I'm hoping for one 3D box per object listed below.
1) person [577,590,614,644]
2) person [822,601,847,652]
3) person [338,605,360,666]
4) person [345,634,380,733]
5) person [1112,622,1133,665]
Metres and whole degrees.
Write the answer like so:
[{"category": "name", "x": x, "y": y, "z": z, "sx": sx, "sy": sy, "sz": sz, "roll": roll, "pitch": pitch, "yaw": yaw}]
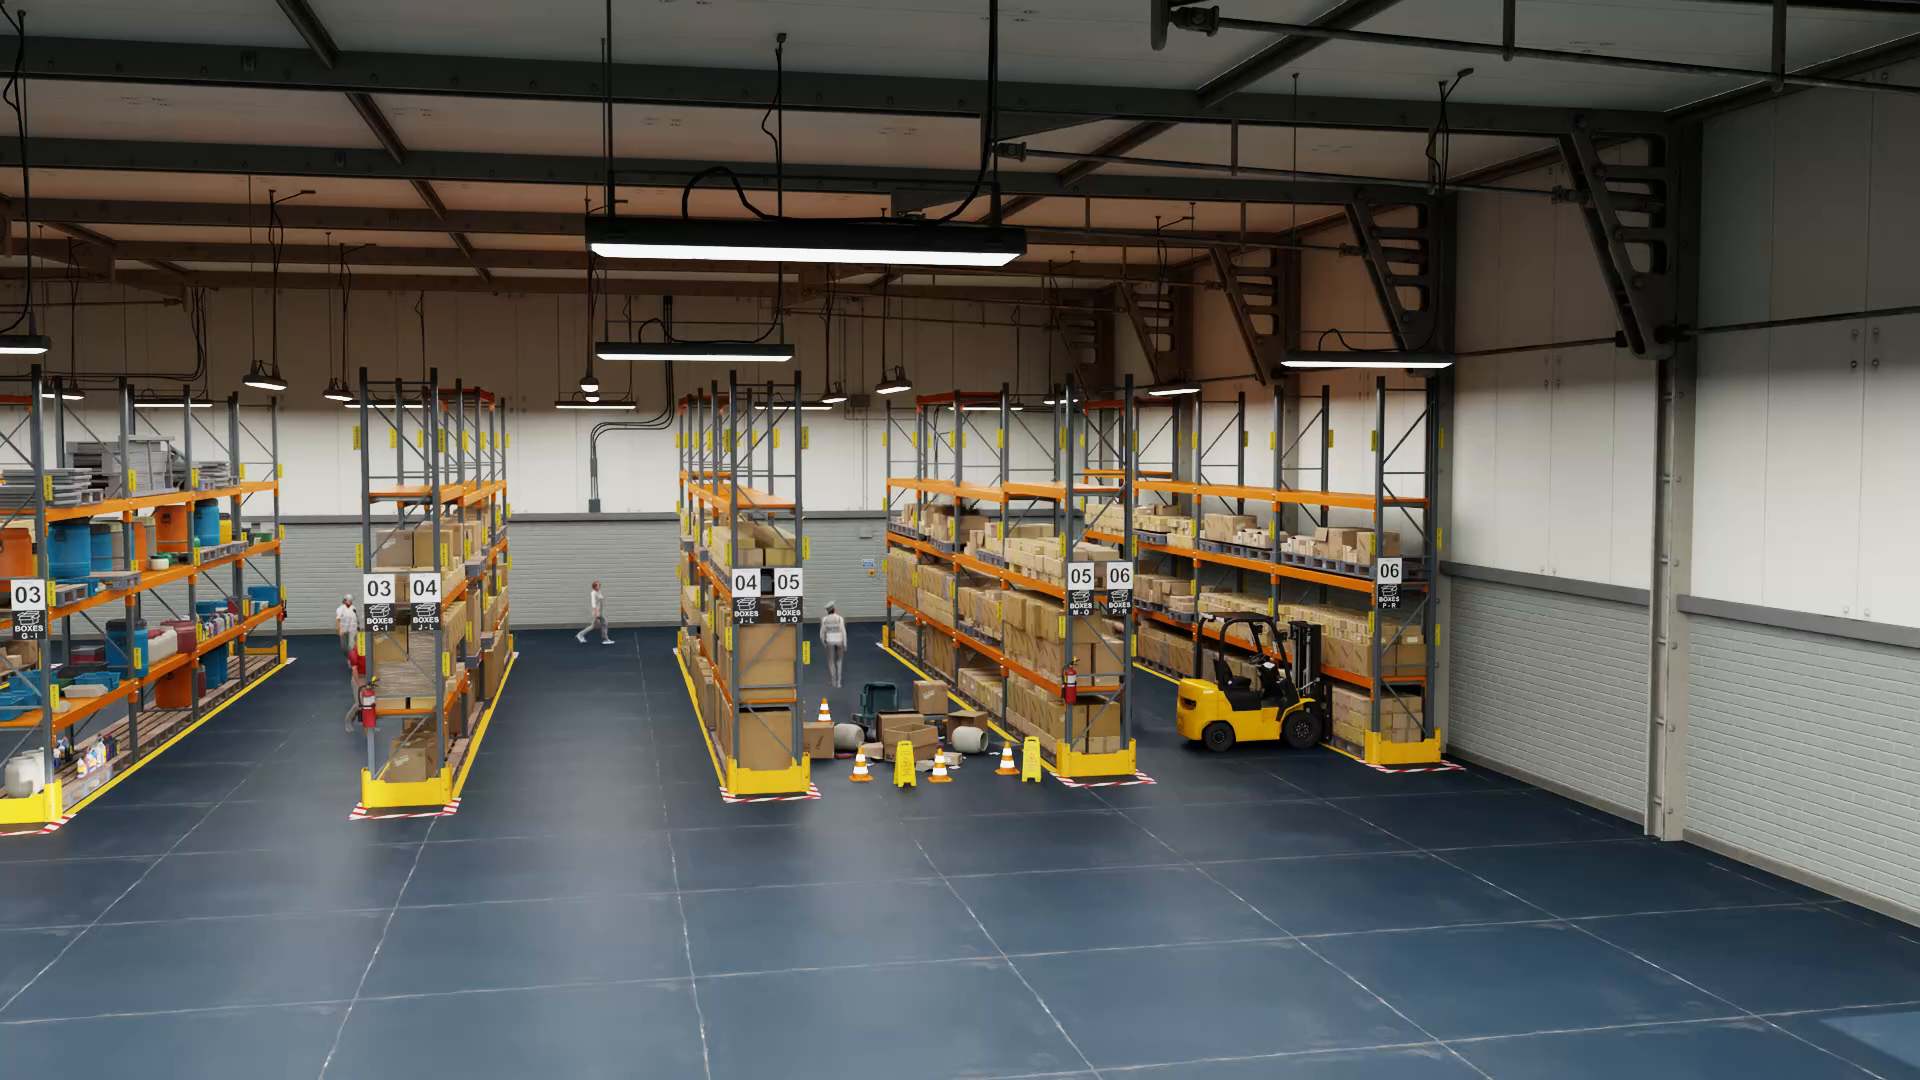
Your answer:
[{"category": "person", "x": -8.953, "y": 1.895, "z": 40.842, "sx": 0.878, "sy": 1.334, "sz": 0.436, "roll": 0, "pitch": 3, "yaw": 1}, {"category": "person", "x": -2.501, "y": 1.698, "z": 32.861, "sx": 0.461, "sy": 0.992, "sz": 0.572, "roll": -1, "pitch": 3, "yaw": -13}, {"category": "person", "x": -13.477, "y": 2.094, "z": 36.736, "sx": 0.461, "sy": 1.340, "sz": 0.747, "roll": 0, "pitch": 3, "yaw": -8}, {"category": "person", "x": -10.300, "y": 2.459, "z": 28.672, "sx": 0.612, "sy": 1.738, "sz": 0.587, "roll": 1, "pitch": 4, "yaw": 20}, {"category": "person", "x": 2.818, "y": 1.981, "z": 30.113, "sx": 0.576, "sy": 1.004, "sz": 0.485, "roll": -1, "pitch": 4, "yaw": -15}]
